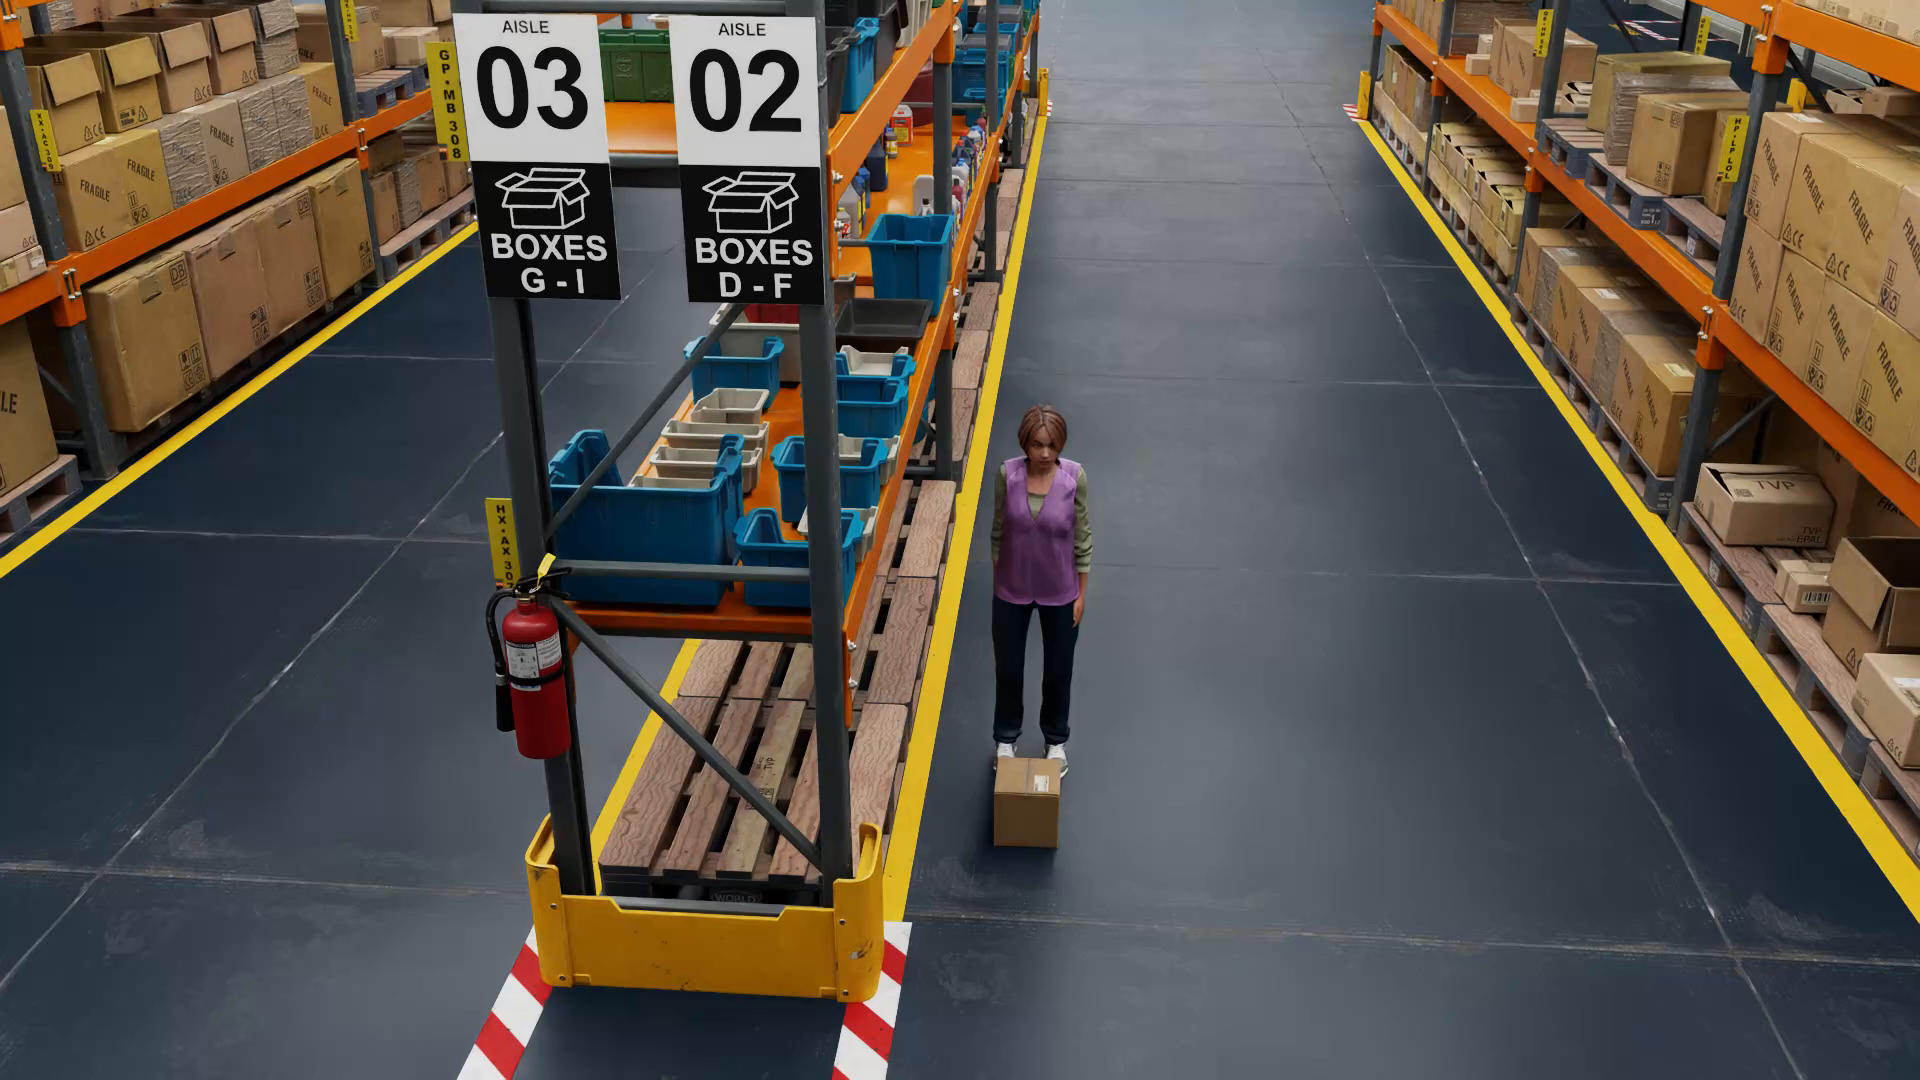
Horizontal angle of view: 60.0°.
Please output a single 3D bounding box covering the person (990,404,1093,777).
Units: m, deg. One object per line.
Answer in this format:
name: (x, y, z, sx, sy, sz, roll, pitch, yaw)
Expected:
person: (0.321, 0.217, 6.656, 0.406, 1.595, 0.305, 2, 25, 5)
